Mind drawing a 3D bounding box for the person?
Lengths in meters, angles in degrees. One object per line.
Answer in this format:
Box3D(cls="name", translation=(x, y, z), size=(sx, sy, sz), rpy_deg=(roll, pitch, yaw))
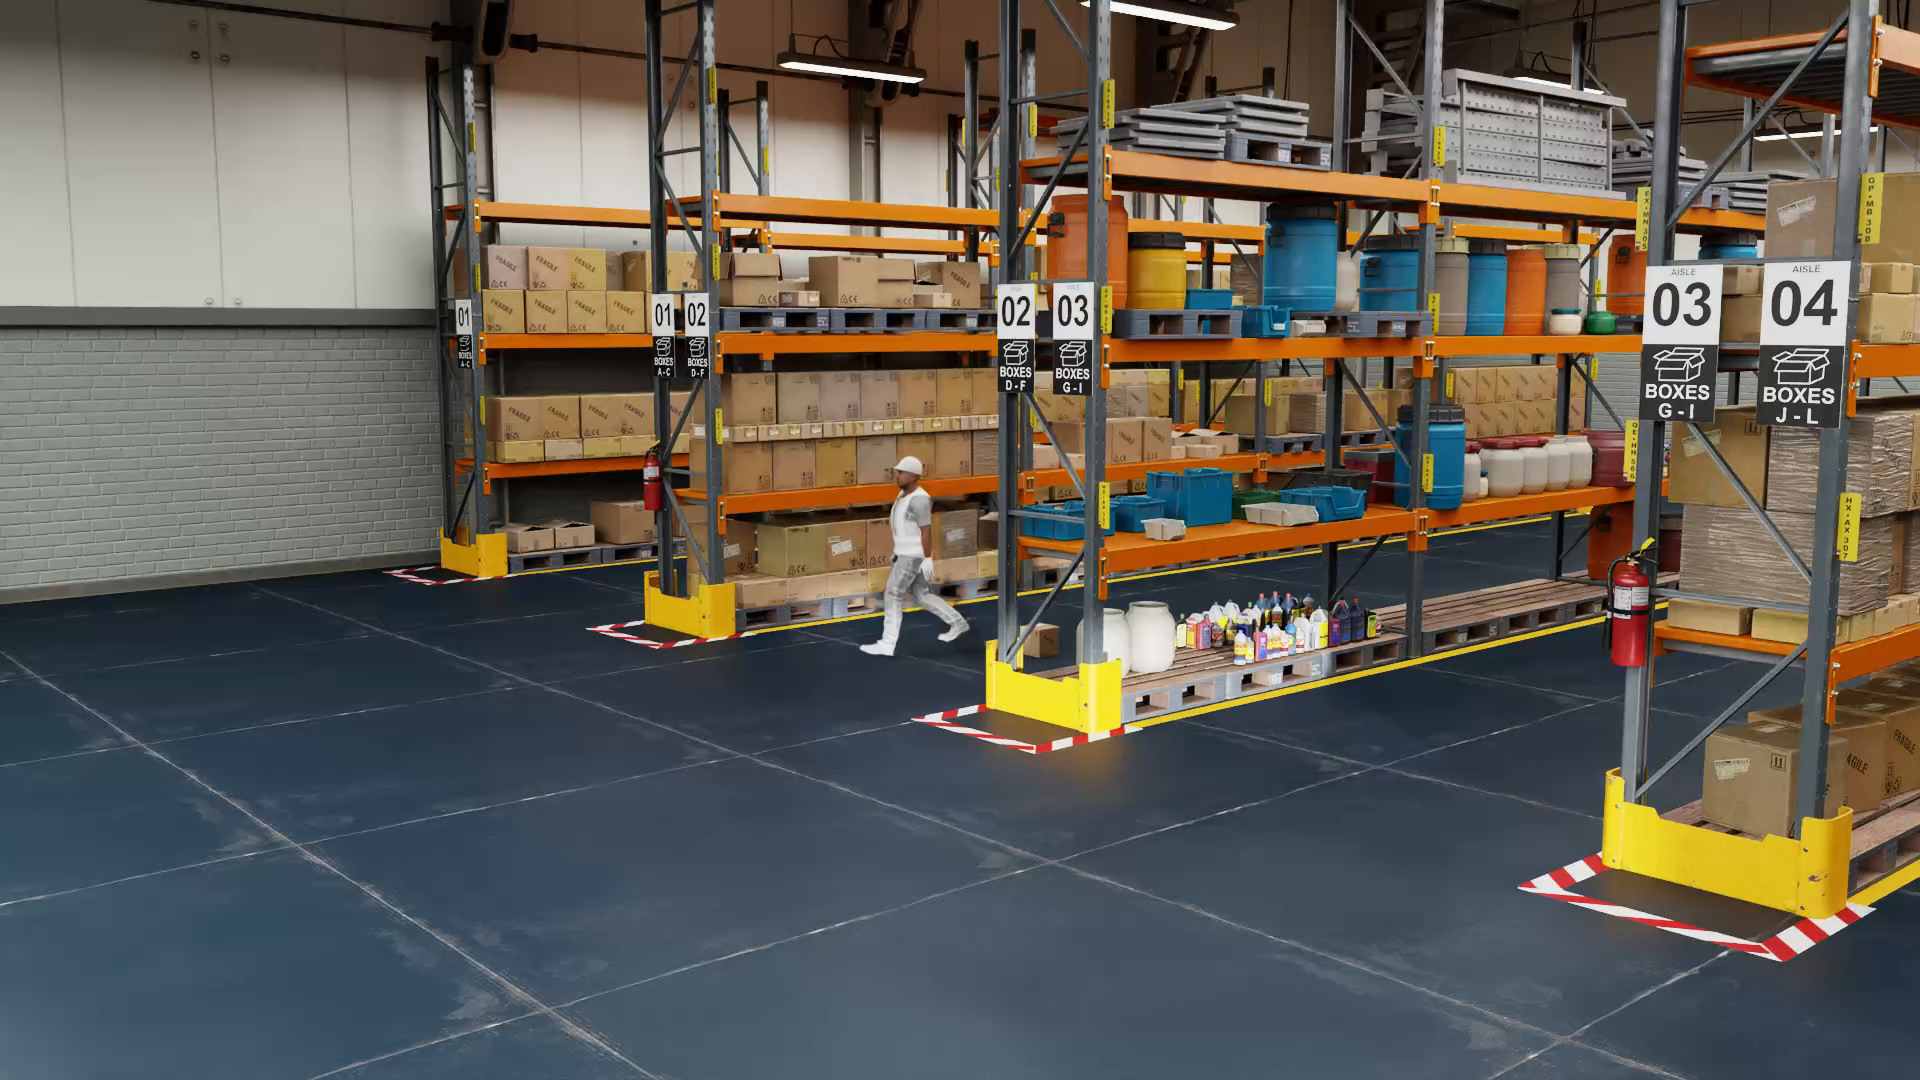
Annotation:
Box3D(cls="person", translation=(-0.393, 0.136, 14.680), size=(1.022, 1.751, 0.547), rpy_deg=(-1, 7, -11))
